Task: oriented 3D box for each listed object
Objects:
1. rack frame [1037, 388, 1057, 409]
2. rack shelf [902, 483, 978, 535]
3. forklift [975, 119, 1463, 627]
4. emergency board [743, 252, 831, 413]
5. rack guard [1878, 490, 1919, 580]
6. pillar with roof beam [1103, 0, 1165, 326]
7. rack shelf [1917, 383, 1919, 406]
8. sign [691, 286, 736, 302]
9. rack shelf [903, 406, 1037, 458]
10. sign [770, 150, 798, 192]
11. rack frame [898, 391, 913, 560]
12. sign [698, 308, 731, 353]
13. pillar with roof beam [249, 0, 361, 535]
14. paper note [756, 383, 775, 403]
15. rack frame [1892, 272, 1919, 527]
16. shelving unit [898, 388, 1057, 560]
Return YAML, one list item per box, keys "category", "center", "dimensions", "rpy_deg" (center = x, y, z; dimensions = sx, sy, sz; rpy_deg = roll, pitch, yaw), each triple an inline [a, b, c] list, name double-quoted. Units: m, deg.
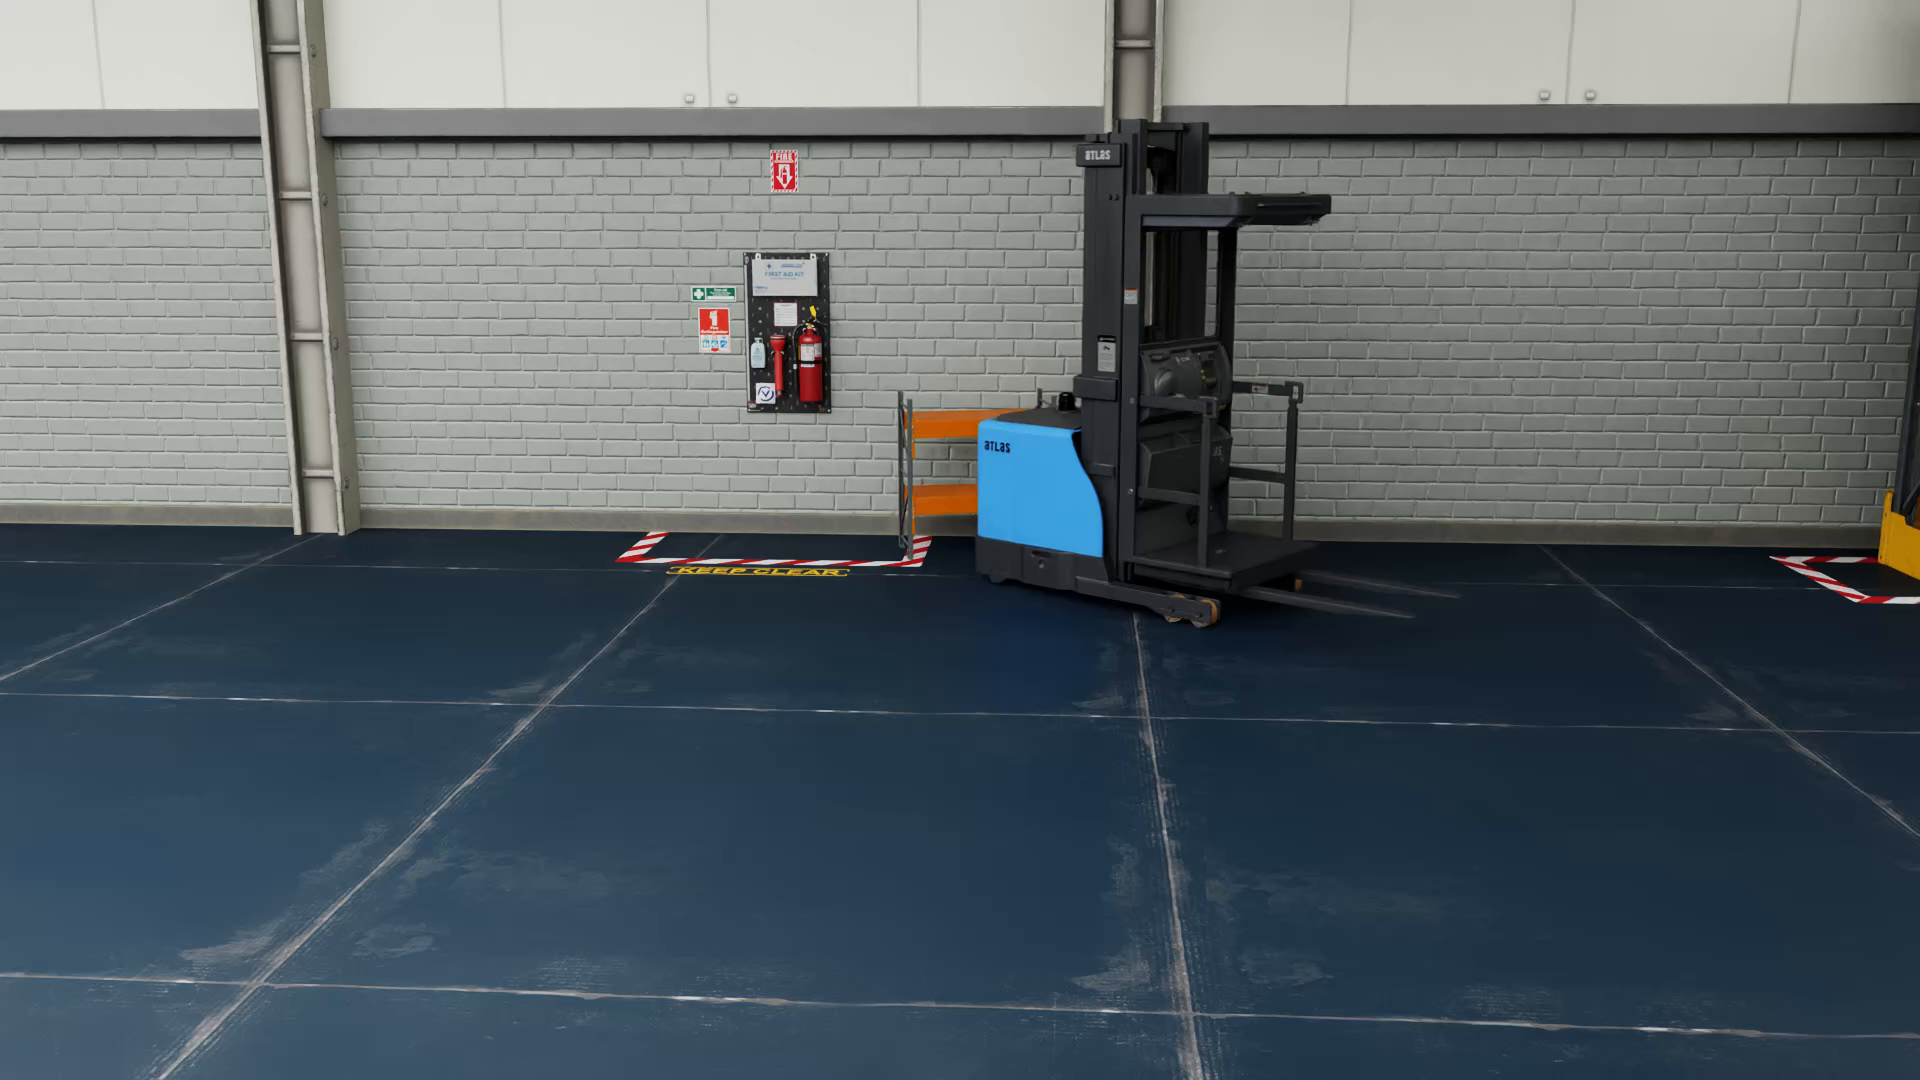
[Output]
- category: "rack frame"
  center: [0.616, -0.499, 11.907]
  dimensions: [0.032, 1.125, 0.500]
  rpy_deg: [-2, 12, -10]
- category: "rack shelf"
  center: [0.115, -0.241, 11.869]
  dimensions: [1.000, 0.278, 0.538]
  rpy_deg: [-2, 12, -10]
- category: "forklift"
  center: [1.548, -1.041, 10.084]
  dimensions: [3.031, 2.935, 1.130]
  rpy_deg: [10, 15, 39]
- category: "emergency board"
  center: [-1.263, -1.498, 12.102]
  dimensions: [0.643, 1.169, 0.194]
  rpy_deg: [1, 12, 4]
- category: "rack guard"
  center: [6.507, 0.018, 10.962]
  dimensions: [0.348, 0.500, 1.175]
  rpy_deg: [1, 12, 4]
- category: "pillar with roof beam"
  center: [0.913, -3.513, 7.084]
  dimensions: [0.400, 9.000, 9.100]
  rpy_deg: [1, 12, 4]
- category: "rack shelf"
  center: [8.427, -0.827, 10.654]
  dimensions: [4.000, 0.370, 1.077]
  rpy_deg: [1, 12, 4]
- category: "sign"
  center: [-1.803, -1.801, 12.172]
  dimensions: [0.331, 0.109, 0.001]
  rpy_deg: [1, 12, 4]
- category: "rack shelf"
  center: [0.115, -0.767, 11.759]
  dimensions: [1.000, 0.278, 0.538]
  rpy_deg: [-2, 12, -10]
- category: "sign"
  center: [-1.264, -2.653, 11.962]
  dimensions: [0.199, 0.298, 0.001]
  rpy_deg: [1, 12, 4]
- category: "rack frame"
  center: [-0.385, -0.462, 11.730]
  dimensions: [0.032, 1.125, 0.500]
  rpy_deg: [-2, 12, -10]
- category: "sign"
  center: [-1.807, -1.544, 12.235]
  dimensions: [0.234, 0.329, 0.001]
  rpy_deg: [1, 12, 4]
- category: "pillar with roof beam"
  center: [-5.074, -3.595, 7.477]
  dimensions: [0.400, 9.000, 9.100]
  rpy_deg: [1, 12, 4]
- category: "paper note"
  center: [-1.435, -1.083, 12.271]
  dimensions: [0.142, 0.148, 0.016]
  rpy_deg: [1, 12, 4]
- category: "rack frame"
  center: [6.431, -1.207, 10.711]
  dimensions: [0.127, 3.000, 1.000]
  rpy_deg: [1, 12, 4]
- category: "shelving unit"
  center: [0.115, -0.481, 11.819]
  dimensions: [1.048, 1.125, 0.538]
  rpy_deg: [-2, 12, -10]
